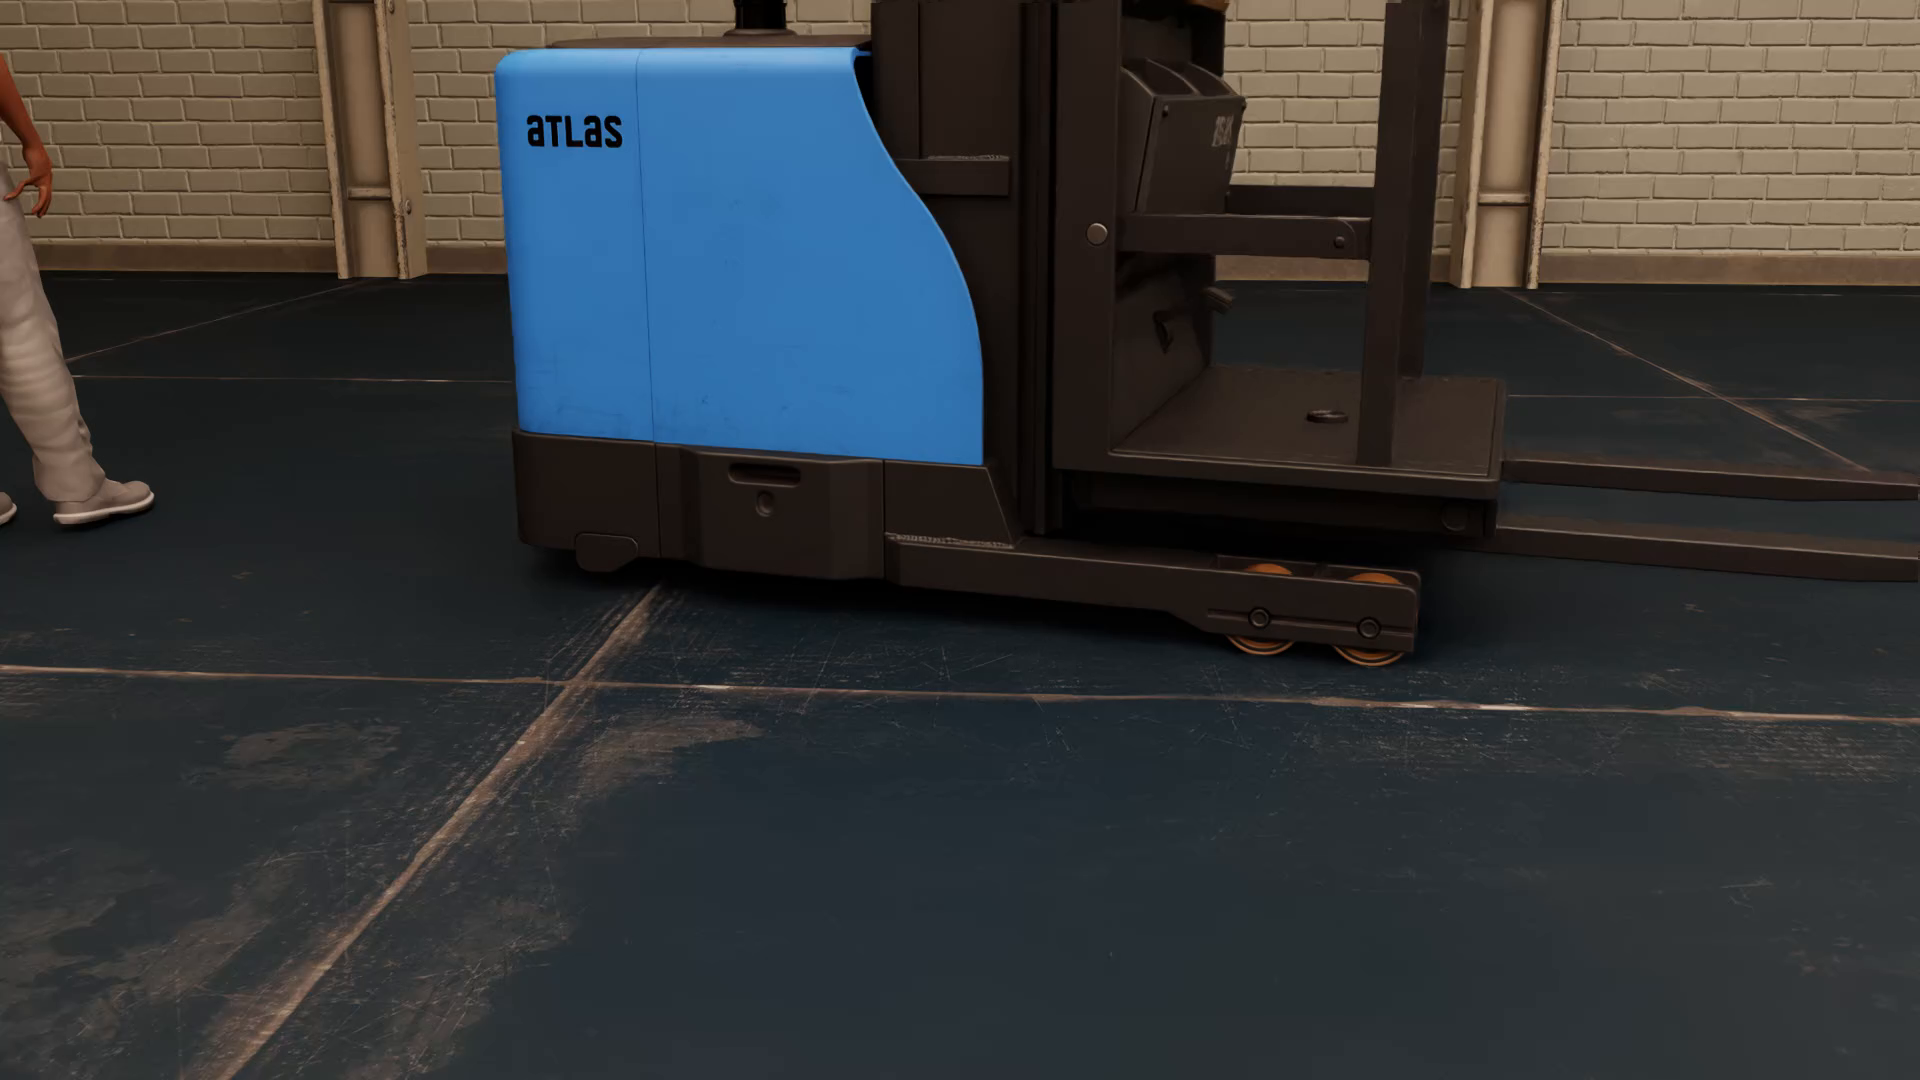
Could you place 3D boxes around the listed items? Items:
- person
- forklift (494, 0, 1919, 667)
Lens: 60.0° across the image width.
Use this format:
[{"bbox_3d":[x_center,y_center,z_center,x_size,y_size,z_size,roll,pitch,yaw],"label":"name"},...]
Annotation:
[{"bbox_3d":[-2.262,-0.845,3.666,0.568,1.695,0.531,0,15,0],"label":"person"},{"bbox_3d":[0.631,-1.344,3.169,3.031,2.935,1.130,5,16,18],"label":"forklift"}]
